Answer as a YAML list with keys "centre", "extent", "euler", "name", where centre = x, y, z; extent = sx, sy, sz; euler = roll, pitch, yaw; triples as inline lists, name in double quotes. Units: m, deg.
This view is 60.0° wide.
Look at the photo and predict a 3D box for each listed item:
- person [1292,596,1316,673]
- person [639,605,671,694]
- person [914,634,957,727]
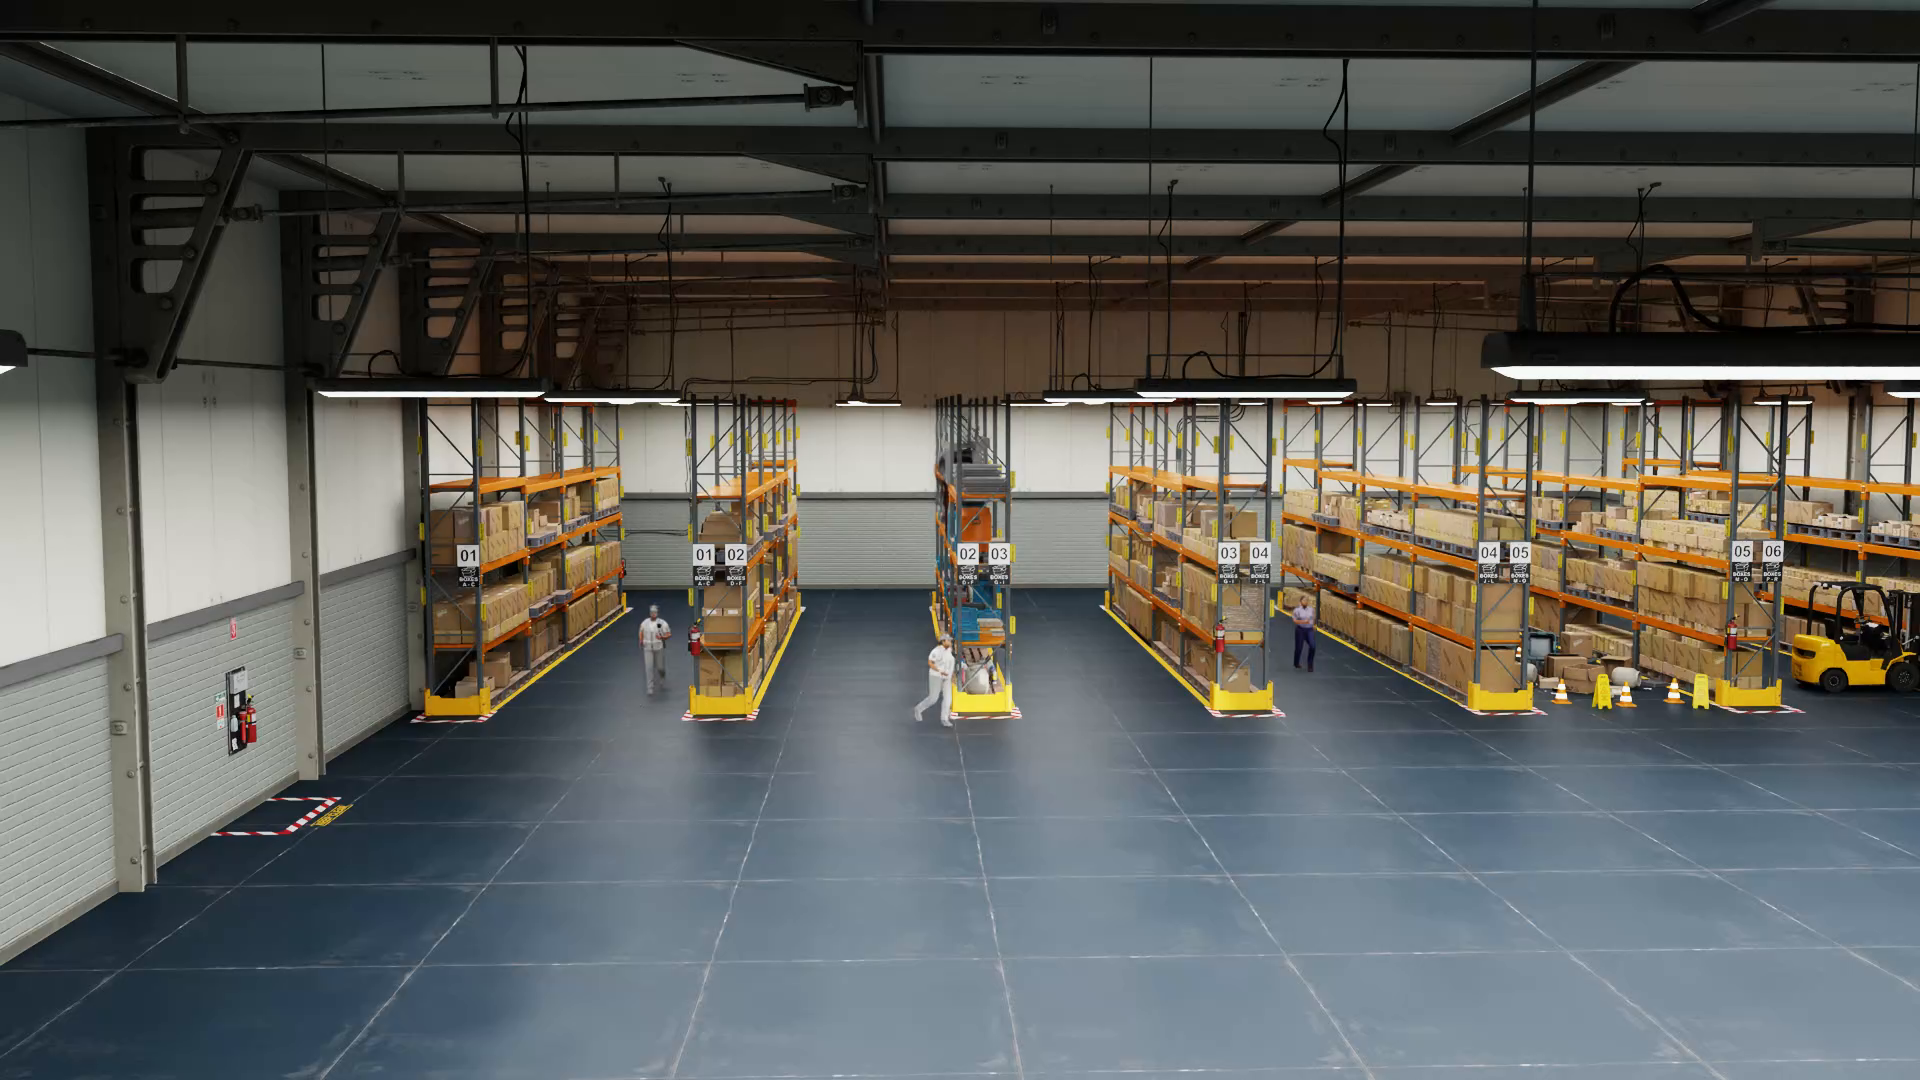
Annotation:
- centre: [7.516, 2.059, 36.267]
  extent: [0.576, 1.694, 0.716]
  euler: [-1, 5, -8]
  name: "person"
- centre: [-6.185, 2.186, 33.627]
  extent: [0.673, 1.755, 0.923]
  euler: [0, 4, -2]
  name: "person"
- centre: [-0.345, 2.526, 30.311]
  extent: [0.837, 1.640, 0.714]
  euler: [4, 6, 41]
  name: "person"
